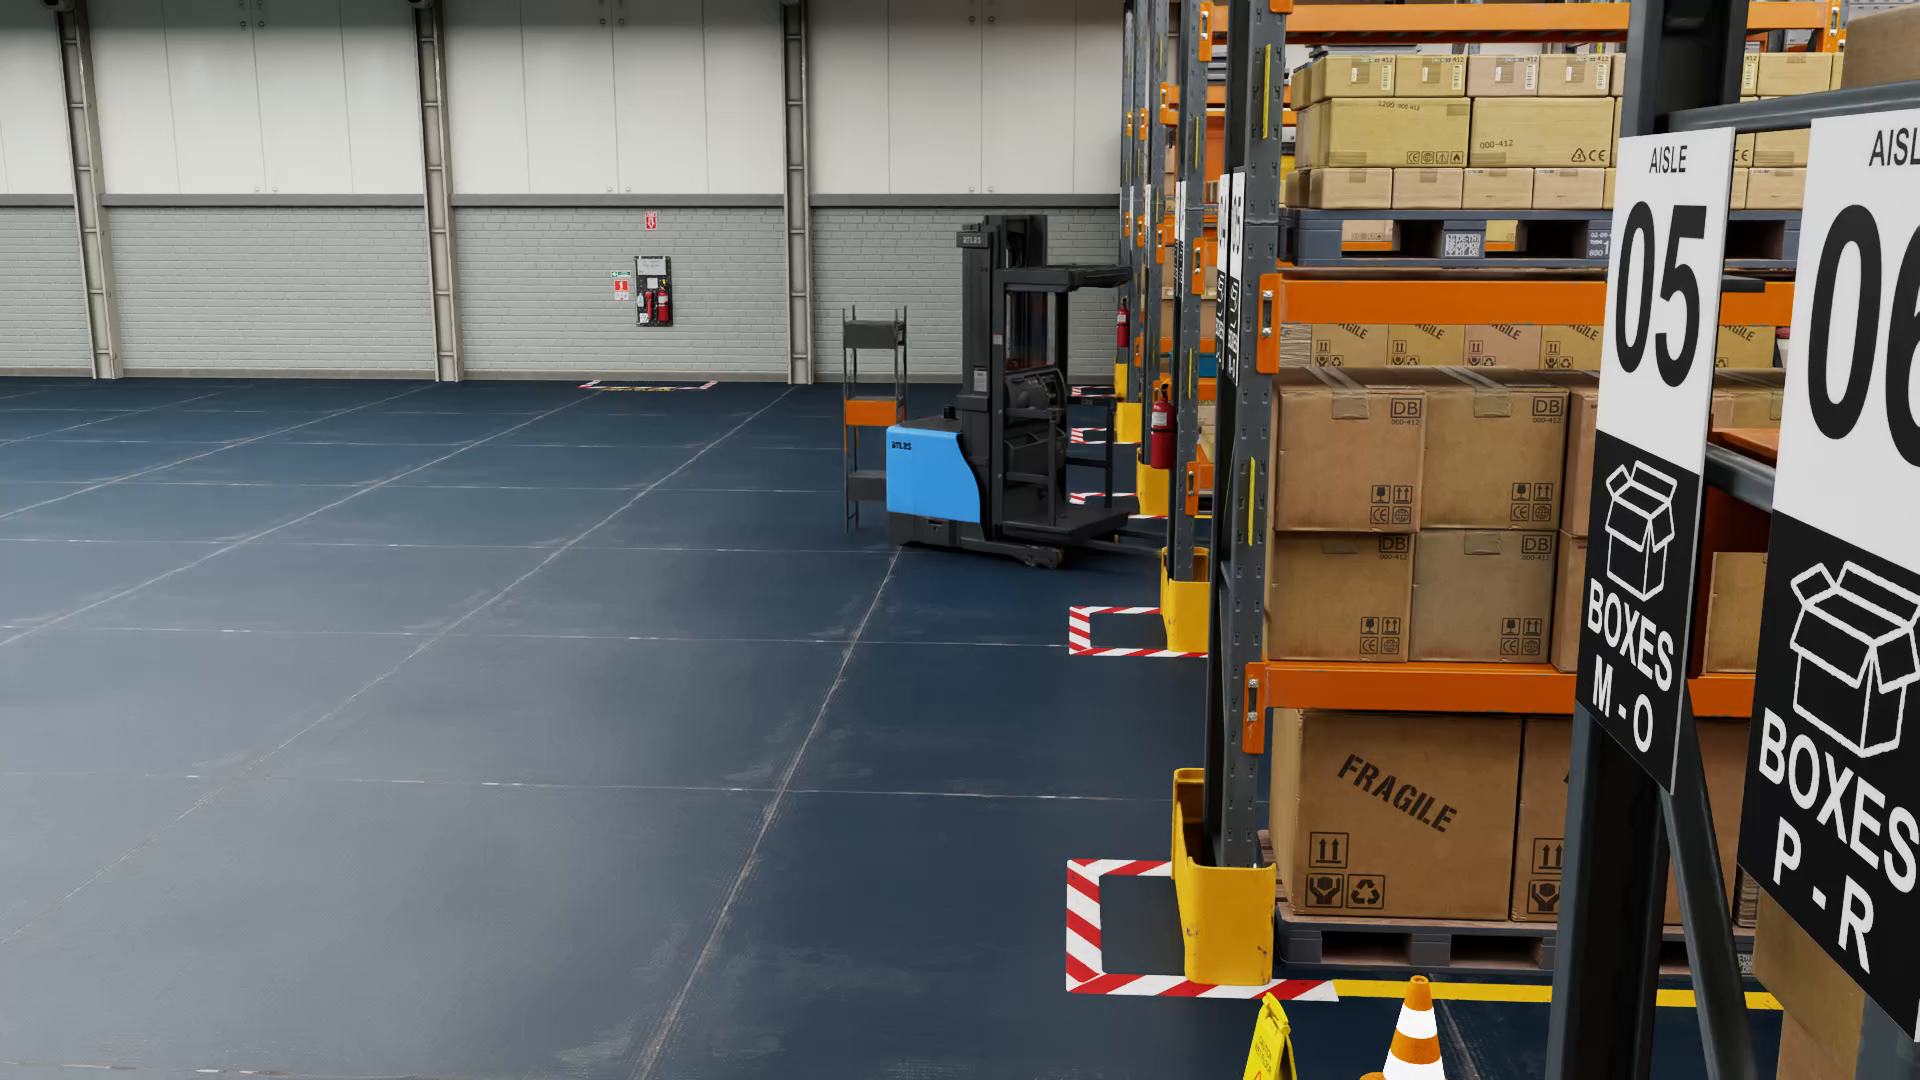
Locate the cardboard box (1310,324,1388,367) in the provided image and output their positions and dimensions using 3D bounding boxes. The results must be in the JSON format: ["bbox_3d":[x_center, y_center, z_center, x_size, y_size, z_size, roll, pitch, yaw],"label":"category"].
[{"bbox_3d":[2.611,-1.420,11.302,0.500,0.500,0.500,1,12,4],"label":"cardboard box"}]

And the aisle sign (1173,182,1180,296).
[{"bbox_3d":[1.540,-2.143,11.817,0.004,0.787,0.394,1,12,4],"label":"aisle sign"}]

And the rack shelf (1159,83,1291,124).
[{"bbox_3d":[3.908,-4.181,15.993,4.000,0.370,1.077,1,12,4],"label":"rack shelf"}]

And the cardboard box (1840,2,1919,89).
[{"bbox_3d":[1.277,-0.575,2.011,0.250,0.149,0.380,1,12,4],"label":"cardboard box"}]

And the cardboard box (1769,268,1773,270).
[{"bbox_3d":[12.028,-4.234,25.312,0.500,0.250,0.500,1,12,4],"label":"cardboard box"}]

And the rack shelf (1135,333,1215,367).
[{"bbox_3d":[4.243,-2.452,21.404,4.000,0.370,1.077,1,12,4],"label":"rack shelf"}]

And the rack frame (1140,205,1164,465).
[{"bbox_3d":[1.913,-1.820,16.624,0.127,3.000,1.000,1,12,4],"label":"rack frame"}]

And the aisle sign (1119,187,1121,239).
[{"bbox_3d":[2.483,-5.056,25.745,0.004,0.787,0.394,1,12,4],"label":"aisle sign"}]

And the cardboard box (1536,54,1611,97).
[{"bbox_3d":[2.219,-1.706,6.149,0.250,0.149,0.380,1,12,4],"label":"cardboard box"}]

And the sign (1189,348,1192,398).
[{"bbox_3d":[1.545,-1.121,11.168,0.005,0.325,0.100,1,12,4],"label":"sign"}]

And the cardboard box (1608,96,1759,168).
[{"bbox_3d":[2.624,-1.518,6.227,0.500,0.250,0.500,1,12,3],"label":"cardboard box"}]

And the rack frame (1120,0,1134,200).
[{"bbox_3d":[2.575,-6.780,25.685,0.127,3.000,1.000,1,12,4],"label":"rack frame"}]

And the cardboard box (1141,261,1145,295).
[{"bbox_3d":[3.031,-4.079,25.911,0.500,0.500,0.500,1,12,4],"label":"cardboard box"}]

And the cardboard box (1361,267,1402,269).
[{"bbox_3d":[5.291,-3.472,21.111,0.500,0.500,0.700,1,12,4],"label":"cardboard box"}]

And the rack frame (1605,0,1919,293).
[{"bbox_3d":[0.919,-1.720,1.494,0.127,3.000,1.000,1,12,4],"label":"rack frame"}]

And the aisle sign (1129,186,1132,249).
[{"bbox_3d":[2.201,-4.165,21.486,0.004,0.787,0.394,1,12,4],"label":"aisle sign"}]

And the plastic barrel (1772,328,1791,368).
[{"bbox_3d":[8.007,-1.758,15.995,0.433,0.535,0.433,0,12,0],"label":"plastic barrel"}]

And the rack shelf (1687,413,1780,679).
[{"bbox_3d":[2.915,0.128,1.744,4.000,0.370,1.077,1,12,4],"label":"rack shelf"}]

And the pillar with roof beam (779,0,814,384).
[{"bbox_3d":[-2.943,-6.150,22.672,0.548,9.000,9.100,1,12,4],"label":"pillar with roof beam"}]

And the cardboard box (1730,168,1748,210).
[{"bbox_3d":[2.729,-1.308,6.196,0.250,0.149,0.380,1,12,3],"label":"cardboard box"}]

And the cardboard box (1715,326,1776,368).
[{"bbox_3d":[5.105,-1.387,11.143,0.500,0.500,0.500,1,12,4],"label":"cardboard box"}]

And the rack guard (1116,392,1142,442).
[{"bbox_3d":[2.223,-1.609,21.719,0.348,0.500,1.175,1,12,4],"label":"rack guard"}]

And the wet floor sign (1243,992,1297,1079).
[{"bbox_3d":[0.988,1.760,5.258,0.232,0.644,0.267,-1,12,-6],"label":"wet floor sign"}]

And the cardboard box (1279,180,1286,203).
[{"bbox_3d":[2.093,-2.324,11.099,0.250,0.149,0.380,1,12,5],"label":"cardboard box"}]

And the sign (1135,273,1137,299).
[{"bbox_3d":[2.204,-3.181,20.823,0.005,0.325,0.100,1,12,4],"label":"sign"}]

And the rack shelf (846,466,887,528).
[{"bbox_3d":[-0.777,-0.398,15.508,0.480,0.518,0.431,2,12,11],"label":"rack shelf"}]

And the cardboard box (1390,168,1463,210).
[{"bbox_3d":[1.724,-1.322,6.263,0.250,0.149,0.380,1,12,4],"label":"cardboard box"}]

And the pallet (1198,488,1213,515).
[{"bbox_3d":[2.802,-0.451,16.892,1.213,0.211,1.003,1,12,4],"label":"pallet"}]

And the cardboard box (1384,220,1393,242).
[{"bbox_3d":[3.054,-2.130,11.147,0.500,0.250,0.500,1,12,4],"label":"cardboard box"}]

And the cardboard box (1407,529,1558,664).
[{"bbox_3d":[2.073,0.129,6.939,0.550,0.550,0.875,1,12,4],"label":"cardboard box"}]

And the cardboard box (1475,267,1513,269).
[{"bbox_3d":[8.287,-4.028,25.860,0.500,0.500,0.700,2,12,12],"label":"cardboard box"}]

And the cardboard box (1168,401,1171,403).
[{"bbox_3d":[2.767,-1.639,21.447,0.500,0.250,0.500,1,12,4],"label":"cardboard box"}]

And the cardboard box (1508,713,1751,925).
[{"bbox_3d":[2.708,1.046,7.088,0.875,0.875,0.875,1,12,3],"label":"cardboard box"}]

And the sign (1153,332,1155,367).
[{"bbox_3d":[1.871,-1.843,16.058,0.005,0.325,0.100,1,12,4],"label":"sign"}]

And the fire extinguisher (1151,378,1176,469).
[{"bbox_3d":[1.498,-0.866,12.252,0.183,0.674,0.296,1,12,4],"label":"fire extinguisher"}]

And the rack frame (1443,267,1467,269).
[{"bbox_3d":[6.238,-2.777,21.199,0.127,3.000,1.000,1,12,4],"label":"rack frame"}]

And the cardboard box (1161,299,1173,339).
[{"bbox_3d":[2.712,-2.872,21.408,0.500,0.500,0.700,1,12,4],"label":"cardboard box"}]

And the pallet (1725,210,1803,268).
[{"bbox_3d":[3.111,-1.197,6.536,1.213,0.211,1.003,1,12,4],"label":"pallet"}]

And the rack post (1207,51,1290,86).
[{"bbox_3d":[2.658,-4.475,15.887,0.954,0.300,0.937,2,12,10],"label":"rack post"}]

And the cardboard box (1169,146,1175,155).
[{"bbox_3d":[3.440,-5.788,25.533,0.500,0.500,0.500,1,12,3],"label":"cardboard box"}]

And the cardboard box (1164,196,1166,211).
[{"bbox_3d":[3.008,-5.417,26.200,0.500,0.500,0.500,2,12,8],"label":"cardboard box"}]

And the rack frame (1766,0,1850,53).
[{"bbox_3d":[5.573,-3.690,10.911,0.127,3.000,1.000,1,12,4],"label":"rack frame"}]

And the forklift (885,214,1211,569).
[{"bbox_3d":[0.832,-1.315,14.376,3.031,2.935,1.130,8,14,33],"label":"forklift"}]

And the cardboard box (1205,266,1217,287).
[{"bbox_3d":[3.290,-3.500,21.242,0.500,0.500,0.700,0,12,2],"label":"cardboard box"}]

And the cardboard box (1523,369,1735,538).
[{"bbox_3d":[2.622,-0.361,6.646,0.550,0.550,0.875,1,12,4],"label":"cardboard box"}]

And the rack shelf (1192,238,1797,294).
[{"bbox_3d":[3.577,-1.897,11.422,4.000,0.370,1.077,1,12,4],"label":"rack shelf"}]

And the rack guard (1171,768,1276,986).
[{"bbox_3d":[1.125,1.427,7.207,0.348,0.500,1.175,1,12,4],"label":"rack guard"}]

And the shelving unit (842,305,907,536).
[{"bbox_3d":[-0.777,-1.096,15.361,0.503,2.100,0.431,2,12,11],"label":"shelving unit"}]

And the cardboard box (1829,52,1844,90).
[{"bbox_3d":[3.239,-1.692,6.083,0.250,0.149,0.380,1,12,4],"label":"cardboard box"}]

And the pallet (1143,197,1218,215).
[{"bbox_3d":[2.951,-4.242,21.091,1.213,0.211,1.003,1,12,4],"label":"pallet"}]
